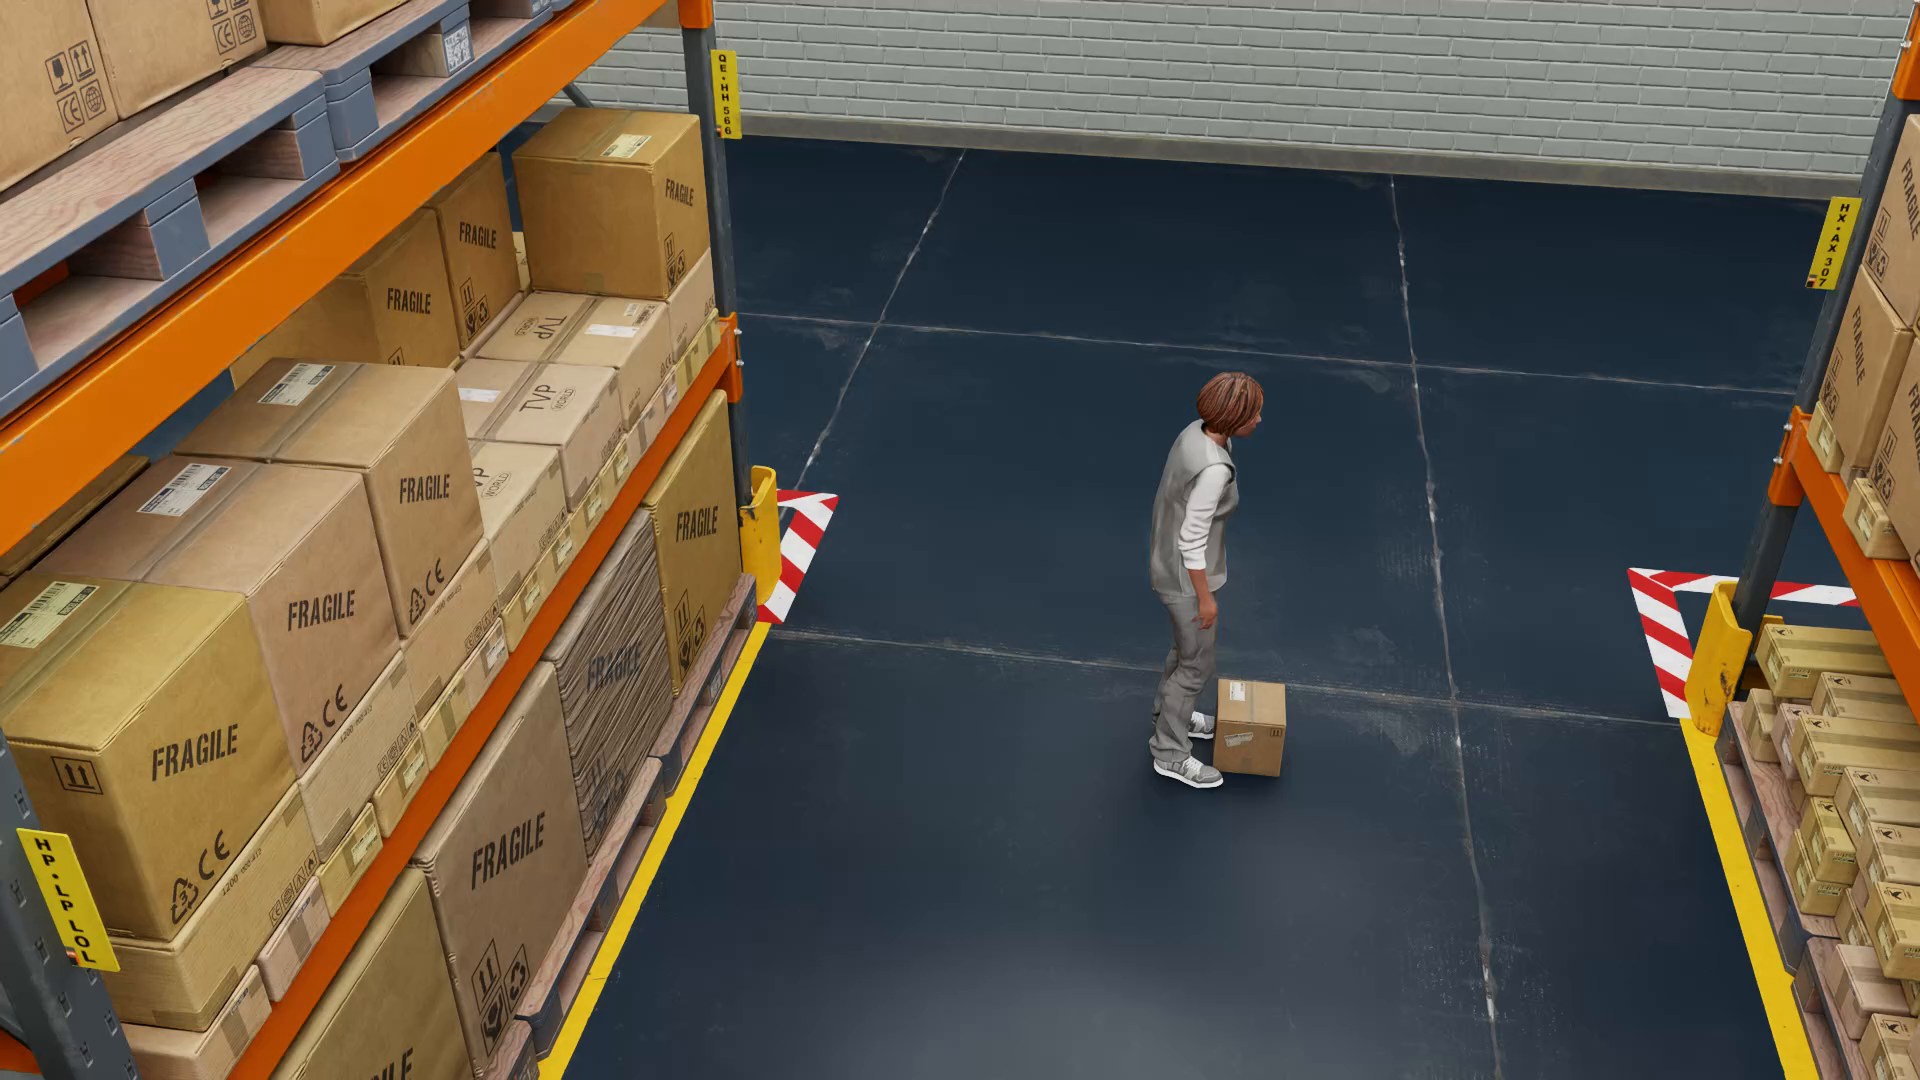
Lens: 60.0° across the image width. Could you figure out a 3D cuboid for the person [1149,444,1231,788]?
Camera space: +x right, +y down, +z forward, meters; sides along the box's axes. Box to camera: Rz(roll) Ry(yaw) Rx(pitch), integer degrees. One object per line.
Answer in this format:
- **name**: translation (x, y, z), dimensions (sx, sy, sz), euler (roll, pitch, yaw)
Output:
- **person**: translation (0.854, 0.228, 6.017), dimensions (0.328, 1.352, 0.480), euler (3, 33, 5)
